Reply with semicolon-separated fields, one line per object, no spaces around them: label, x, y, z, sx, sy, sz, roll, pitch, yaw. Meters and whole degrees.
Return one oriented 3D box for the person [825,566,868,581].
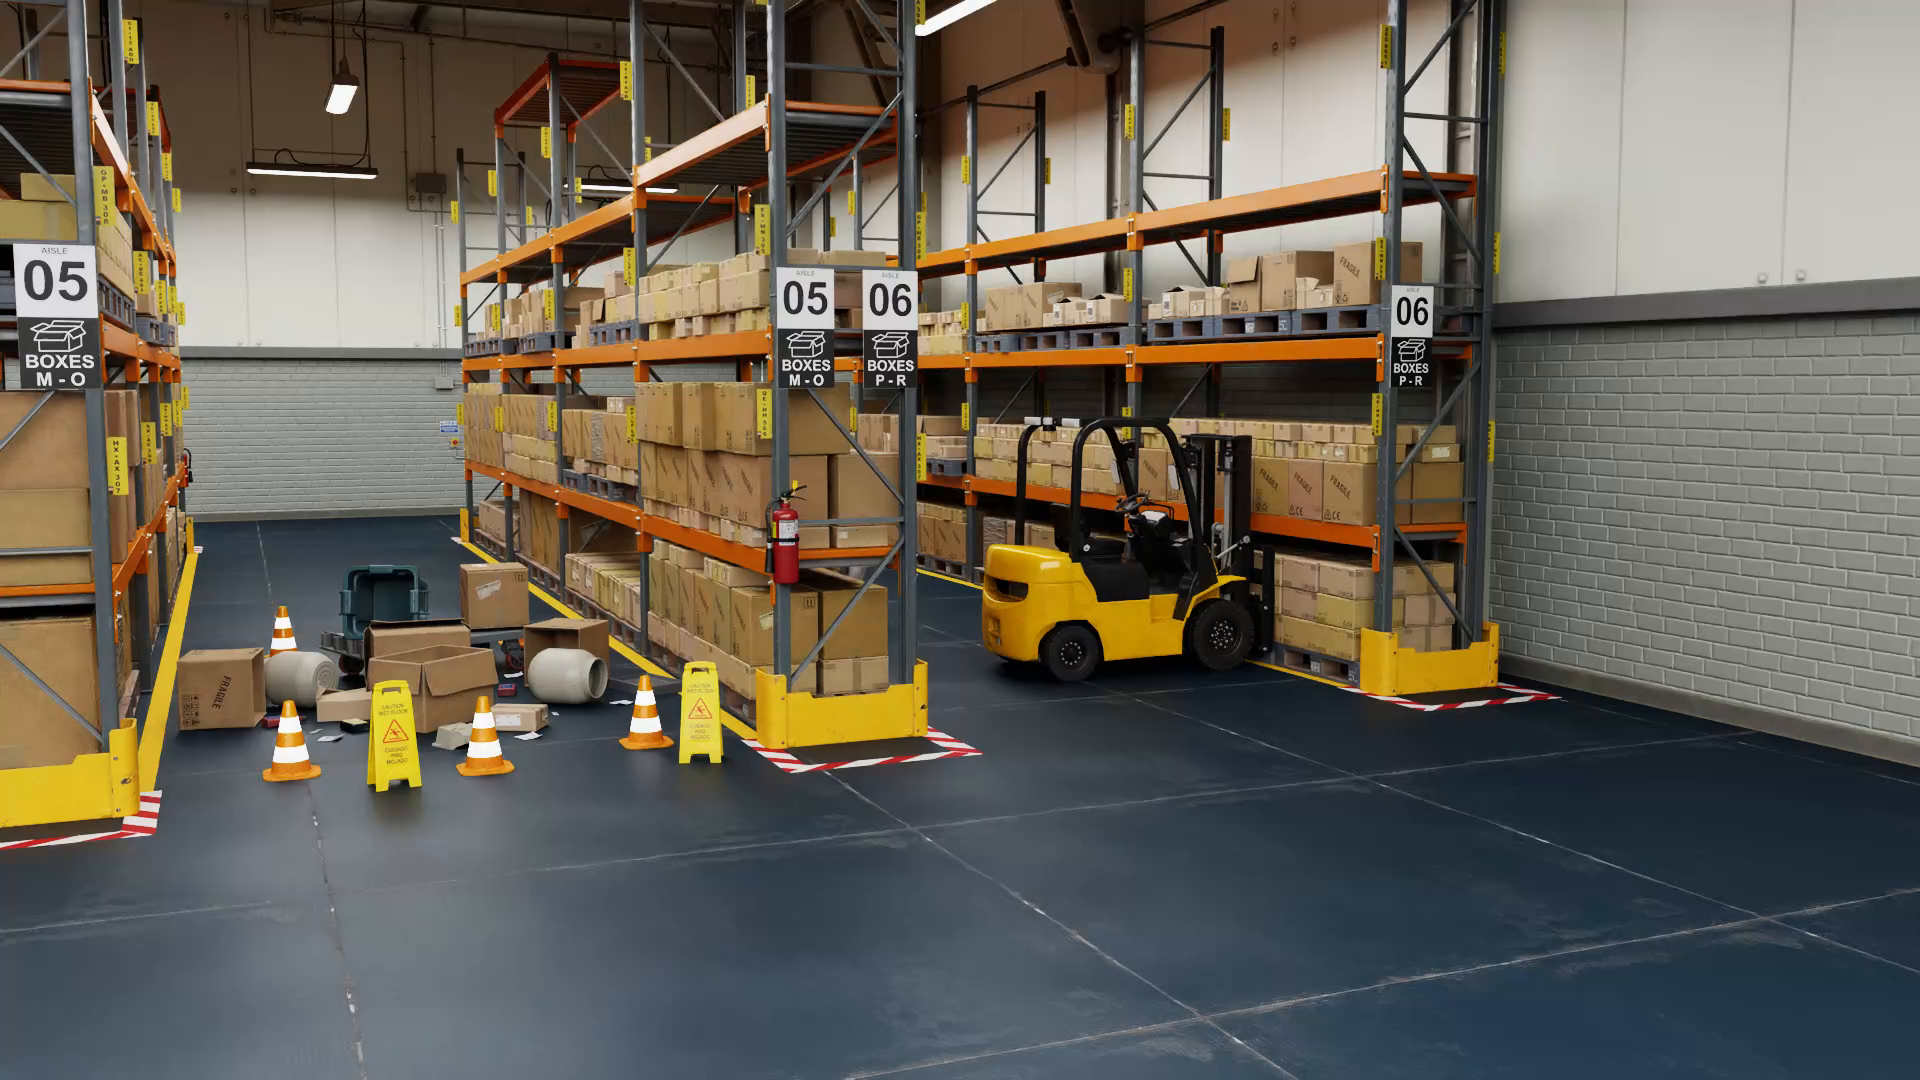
person;-1.188;0.103;16.727;0.802;1.543;0.488;-3;6;-25
